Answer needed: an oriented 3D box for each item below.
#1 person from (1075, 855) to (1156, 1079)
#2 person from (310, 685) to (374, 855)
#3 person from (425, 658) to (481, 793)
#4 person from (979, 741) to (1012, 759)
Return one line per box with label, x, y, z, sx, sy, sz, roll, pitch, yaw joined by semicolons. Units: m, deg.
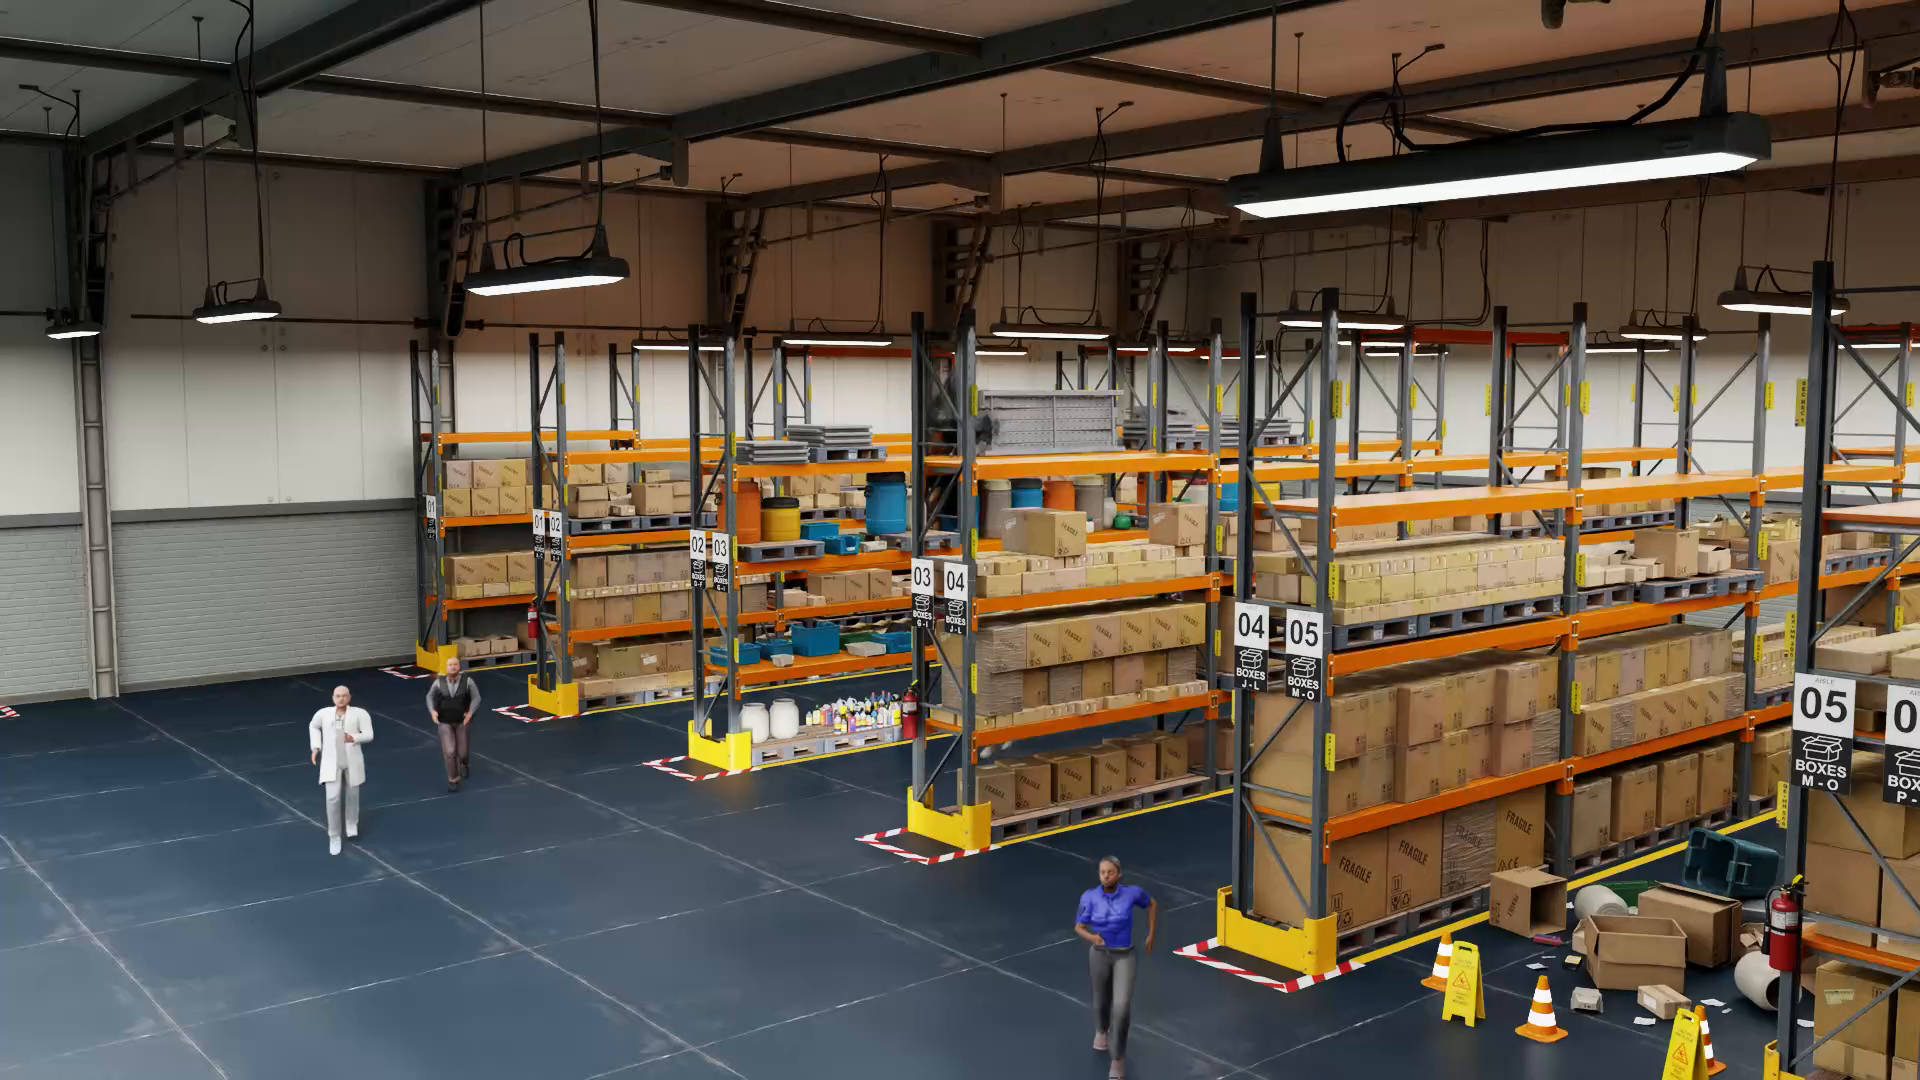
person;1.168;3.191;12.535;0.582;1.689;0.878;1;5;12
person;-6.946;2.552;18.694;0.662;1.849;0.849;-2;6;-20
person;-6.513;2.348;21.390;0.685;1.697;0.674;-1;5;-15
person;0.482;1.943;21.980;0.657;1.816;0.881;4;7;38
